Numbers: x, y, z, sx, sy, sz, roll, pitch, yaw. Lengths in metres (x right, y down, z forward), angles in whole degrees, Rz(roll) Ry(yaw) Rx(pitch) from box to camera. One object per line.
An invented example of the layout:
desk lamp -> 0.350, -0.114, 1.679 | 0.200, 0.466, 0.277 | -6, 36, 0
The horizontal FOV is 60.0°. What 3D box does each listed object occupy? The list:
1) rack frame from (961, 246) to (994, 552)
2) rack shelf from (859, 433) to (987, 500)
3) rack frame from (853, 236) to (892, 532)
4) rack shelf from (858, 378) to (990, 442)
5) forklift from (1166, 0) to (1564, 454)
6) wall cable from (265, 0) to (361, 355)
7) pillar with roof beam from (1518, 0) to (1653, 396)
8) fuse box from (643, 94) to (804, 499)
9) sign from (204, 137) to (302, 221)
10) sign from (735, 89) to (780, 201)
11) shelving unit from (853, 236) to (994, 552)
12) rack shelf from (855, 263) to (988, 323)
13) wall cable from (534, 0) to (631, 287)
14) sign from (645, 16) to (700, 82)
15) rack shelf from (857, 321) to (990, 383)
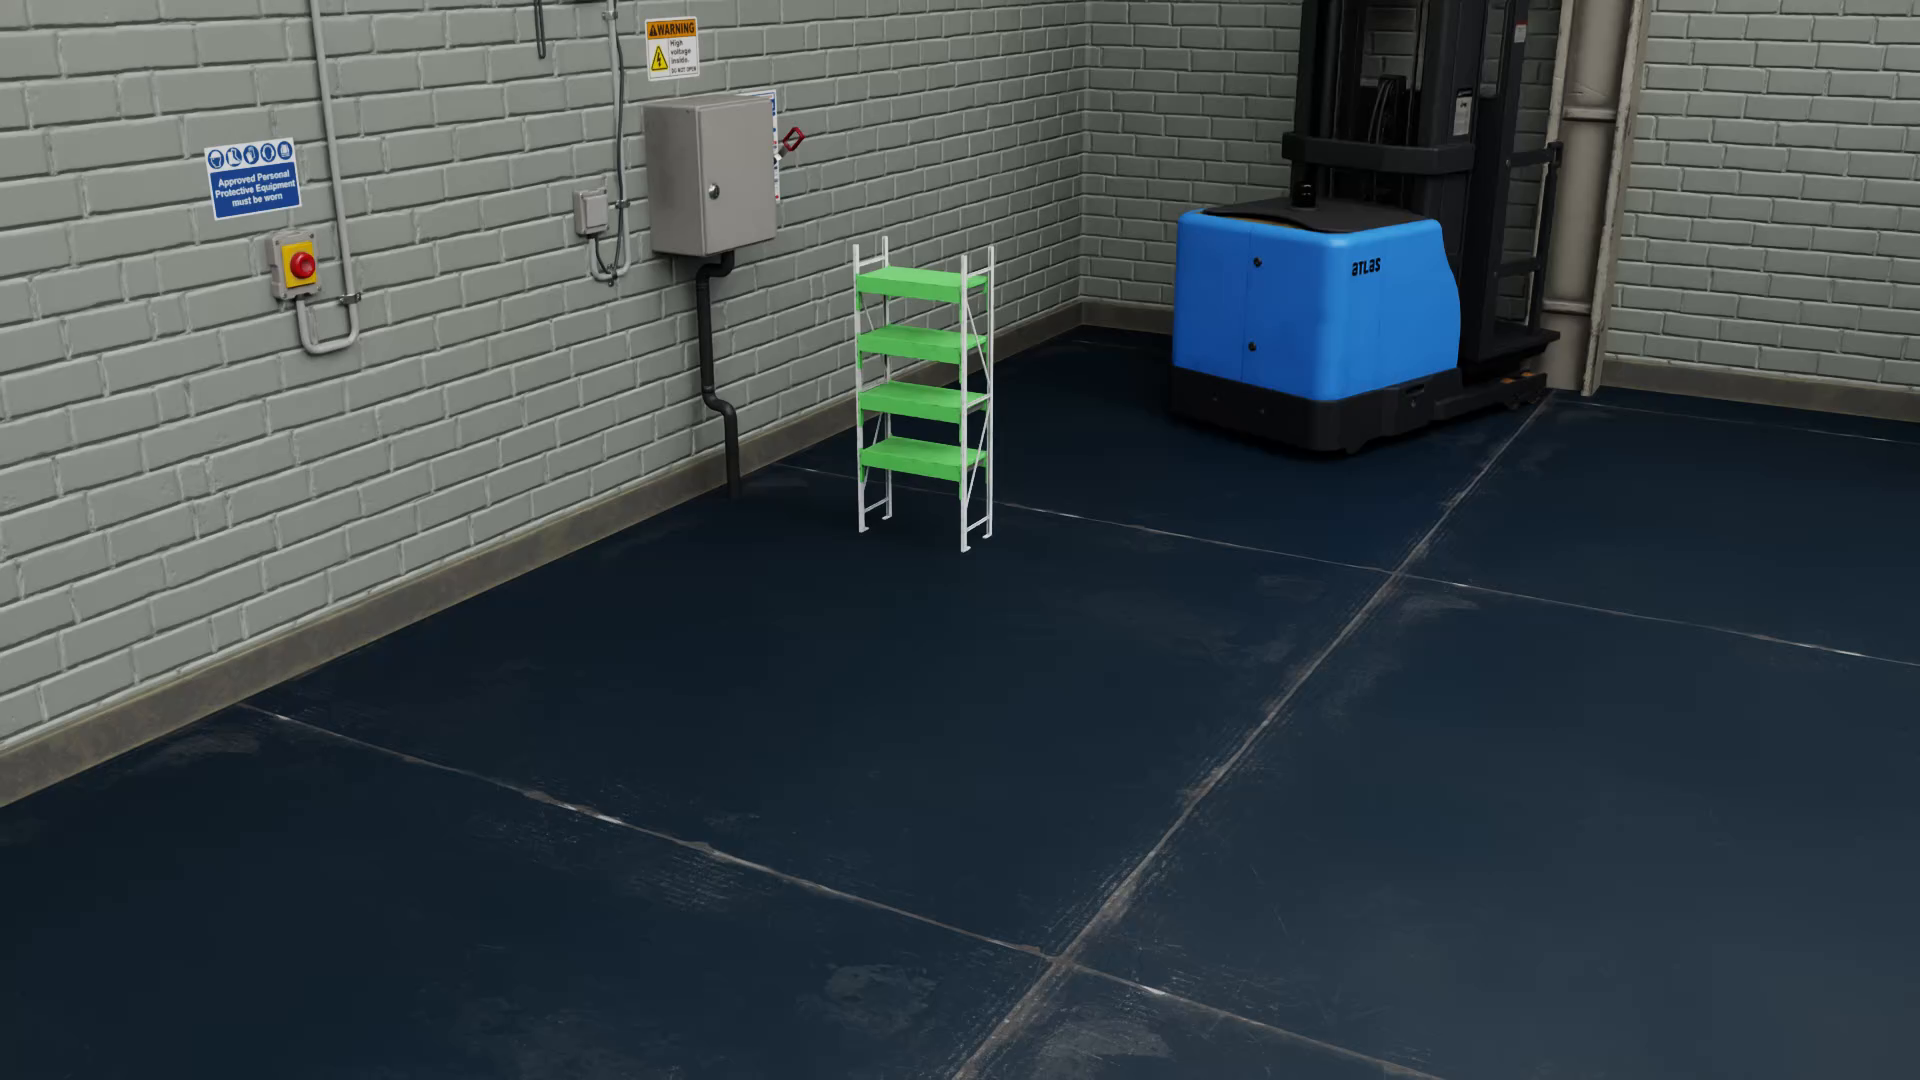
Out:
rack frame -> 0.068, -0.551, 6.625 | 0.015, 1.200, 0.240 | 11, 23, 27
rack shelf -> -0.145, -0.306, 6.840 | 0.480, 0.148, 0.258 | 11, 23, 27
rack frame -> -0.358, -0.632, 6.848 | 0.015, 1.200, 0.240 | 11, 23, 27
rack shelf -> -0.145, -0.531, 6.758 | 0.480, 0.148, 0.258 | 11, 23, 27
forklift -> 2.499, -2.183, 8.585 | 3.031, 2.935, 1.130 | -16, 26, -38
wall cable -> -2.117, -1.495, 5.051 | 0.123, 1.953, 0.585 | 11, 23, 27
pillar with roof beam -> 1.221, -3.805, 4.159 | 0.400, 9.000, 9.100 | 11, 23, 27
fuse box -> -0.965, -0.998, 7.106 | 0.414, 1.711, 0.539 | 11, 23, 27
sign -> -2.194, -1.125, 5.172 | 0.001, 0.218, 0.327 | 11, 23, 27
sign -> -0.905, -1.740, 7.403 | 0.001, 0.494, 0.329 | 11, 23, 27
shelving unit -> -0.145, -0.592, 6.736 | 0.503, 1.200, 0.258 | 11, 23, 27
rack shelf -> -0.145, -0.983, 6.594 | 0.480, 0.148, 0.258 | 11, 23, 27
wall cable -> -1.436, -1.904, 6.225 | 0.122, 1.984, 0.588 | 11, 23, 27
sign -> -1.173, -2.010, 6.795 | 0.001, 0.242, 0.339 | 11, 23, 27
rack shelf -> -0.145, -0.757, 6.676 | 0.480, 0.148, 0.258 | 11, 23, 27
